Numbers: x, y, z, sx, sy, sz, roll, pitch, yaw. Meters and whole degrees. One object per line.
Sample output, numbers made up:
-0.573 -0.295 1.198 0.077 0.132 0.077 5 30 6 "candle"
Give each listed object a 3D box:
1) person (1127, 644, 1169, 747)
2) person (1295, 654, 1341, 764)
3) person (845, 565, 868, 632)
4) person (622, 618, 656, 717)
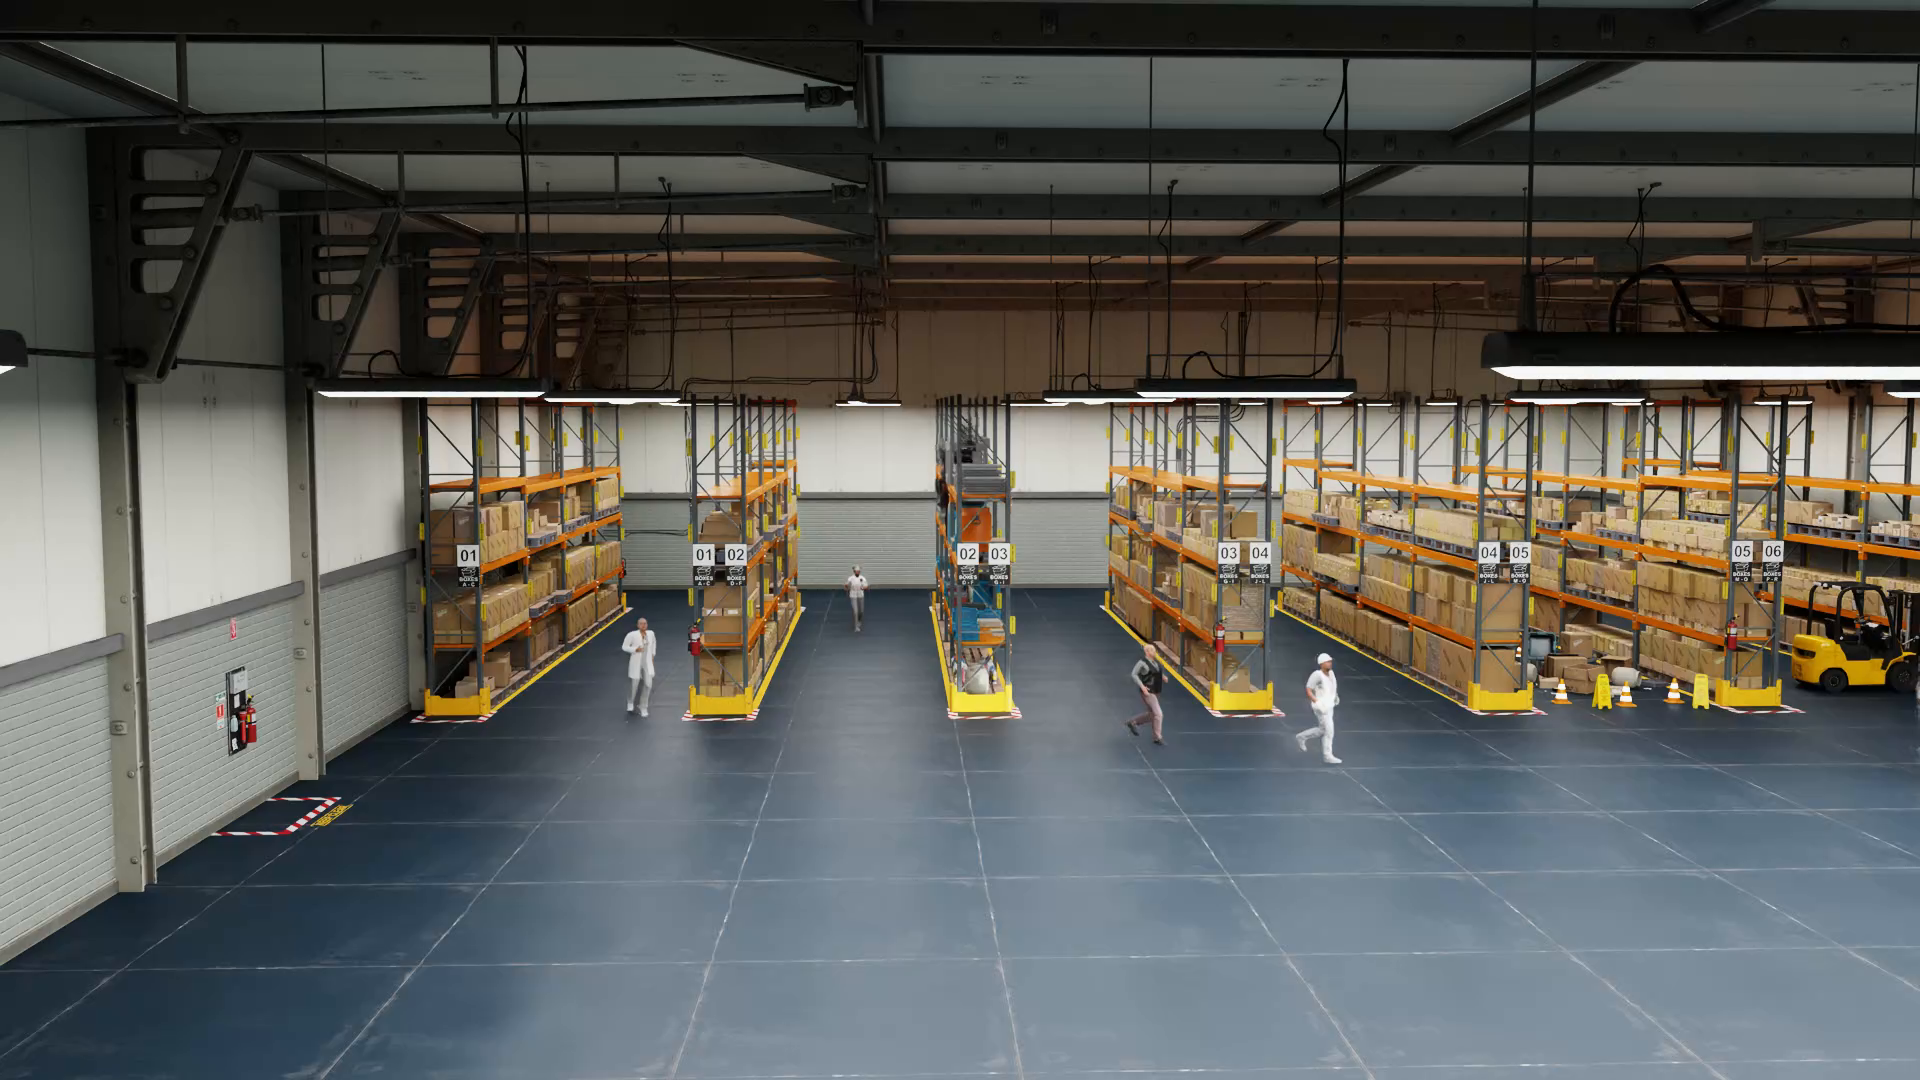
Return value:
3.231 2.634 28.479 0.843 1.728 0.654 3 6 37 "person"
5.832 2.711 27.001 0.831 1.772 0.679 3 6 37 "person"
-2.658 1.487 42.911 0.581 1.676 0.932 -1 5 -13 "person"
-6.018 2.383 31.284 0.720 1.851 0.806 -3 5 -29 "person"
